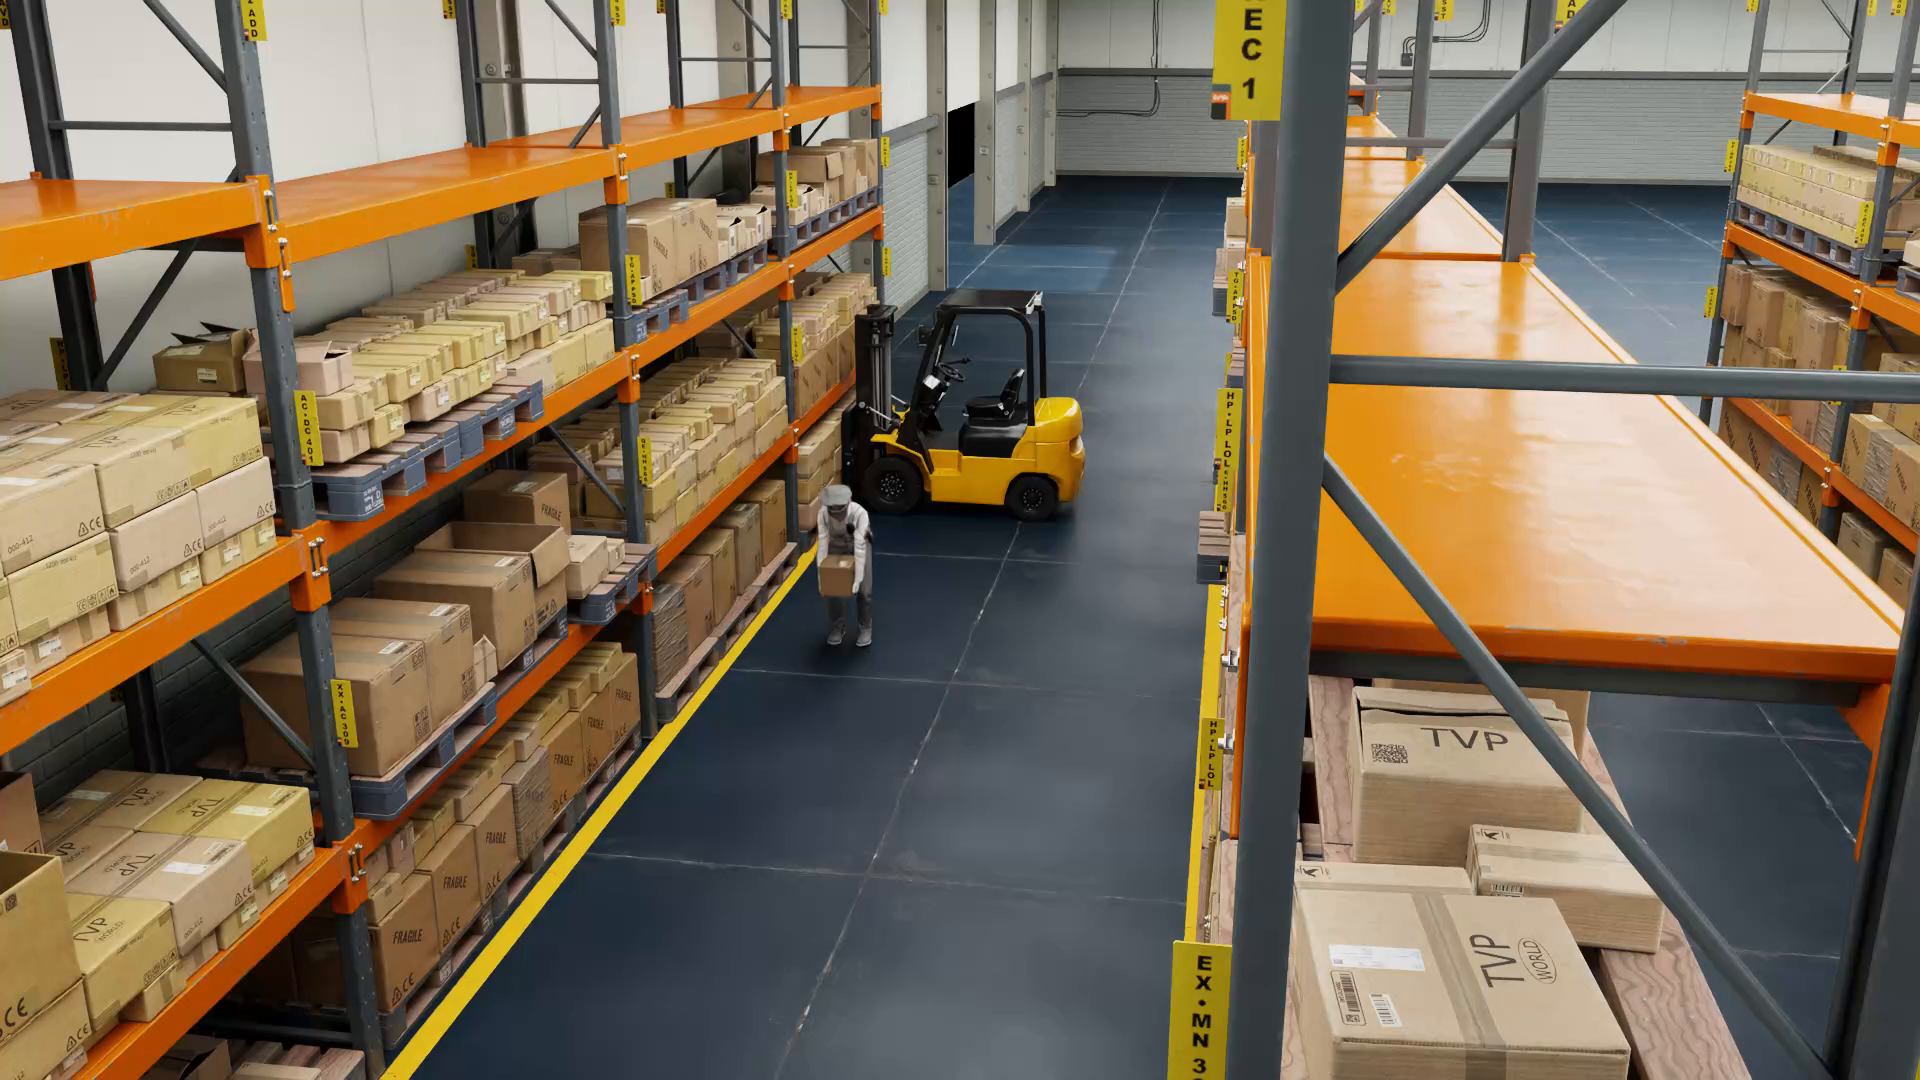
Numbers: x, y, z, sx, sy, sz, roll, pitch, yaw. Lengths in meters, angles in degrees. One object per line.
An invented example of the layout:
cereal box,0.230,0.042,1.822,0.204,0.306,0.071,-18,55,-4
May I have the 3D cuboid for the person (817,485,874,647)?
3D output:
person,-0.919,0.202,13.254,0.414,1.433,0.796,2,18,7
